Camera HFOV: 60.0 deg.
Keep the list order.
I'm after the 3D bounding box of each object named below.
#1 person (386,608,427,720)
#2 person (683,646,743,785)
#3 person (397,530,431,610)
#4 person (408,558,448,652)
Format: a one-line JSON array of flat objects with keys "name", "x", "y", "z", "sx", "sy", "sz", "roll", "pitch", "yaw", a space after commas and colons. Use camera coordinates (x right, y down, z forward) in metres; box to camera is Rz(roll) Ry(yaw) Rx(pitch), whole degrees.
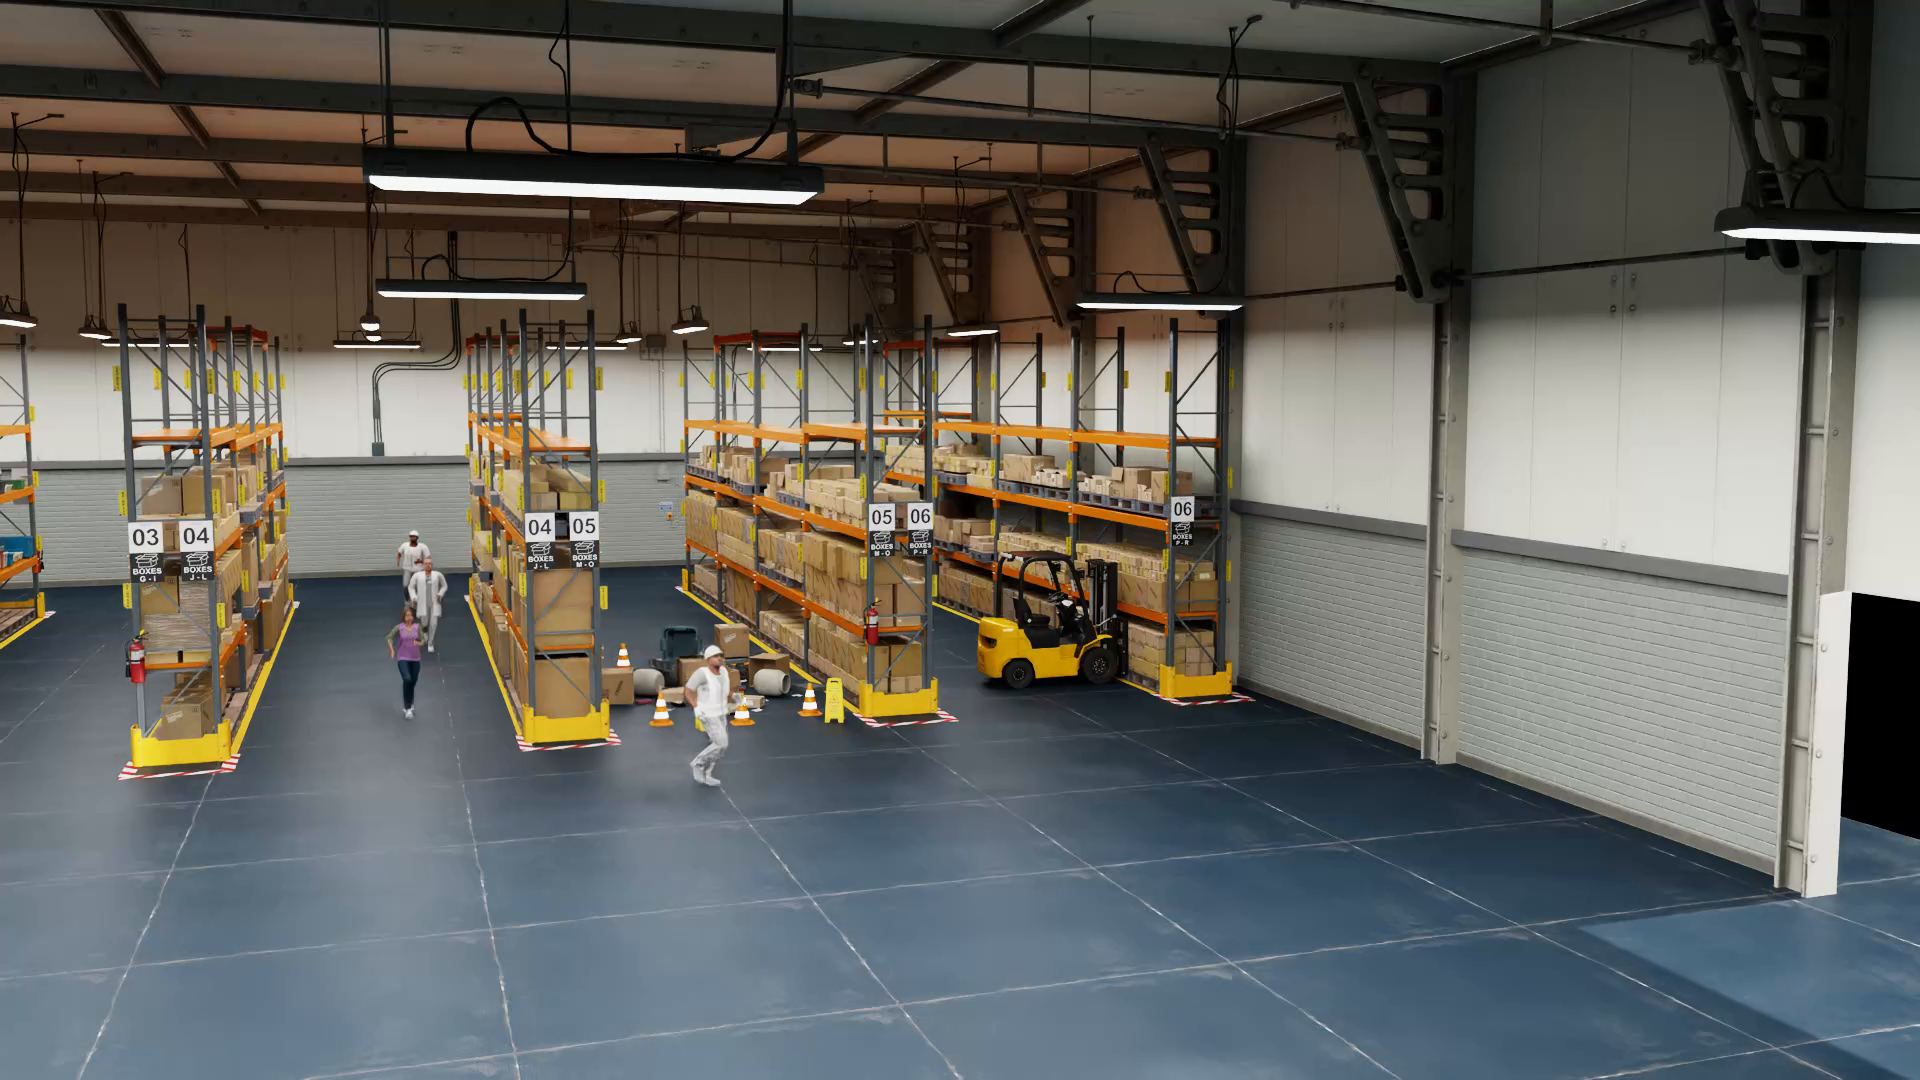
[{"name": "person", "x": -8.280, "y": 1.837, "z": 24.954, "sx": 0.507, "sy": 1.646, "sz": 0.728, "roll": -4, "pitch": 7, "yaw": -35}, {"name": "person", "x": -3.009, "y": 2.176, "z": 20.611, "sx": 0.597, "sy": 1.744, "sz": 0.655, "roll": 3, "pitch": 6, "yaw": 28}, {"name": "person", "x": -11.955, "y": 0.610, "z": 36.400, "sx": 0.731, "sy": 1.650, "sz": 0.633, "roll": -1, "pitch": 6, "yaw": -10}, {"name": "person", "x": -9.919, "y": 1.205, "z": 31.050, "sx": 0.709, "sy": 1.737, "sz": 0.640, "roll": -2, "pitch": 6, "yaw": -21}]
